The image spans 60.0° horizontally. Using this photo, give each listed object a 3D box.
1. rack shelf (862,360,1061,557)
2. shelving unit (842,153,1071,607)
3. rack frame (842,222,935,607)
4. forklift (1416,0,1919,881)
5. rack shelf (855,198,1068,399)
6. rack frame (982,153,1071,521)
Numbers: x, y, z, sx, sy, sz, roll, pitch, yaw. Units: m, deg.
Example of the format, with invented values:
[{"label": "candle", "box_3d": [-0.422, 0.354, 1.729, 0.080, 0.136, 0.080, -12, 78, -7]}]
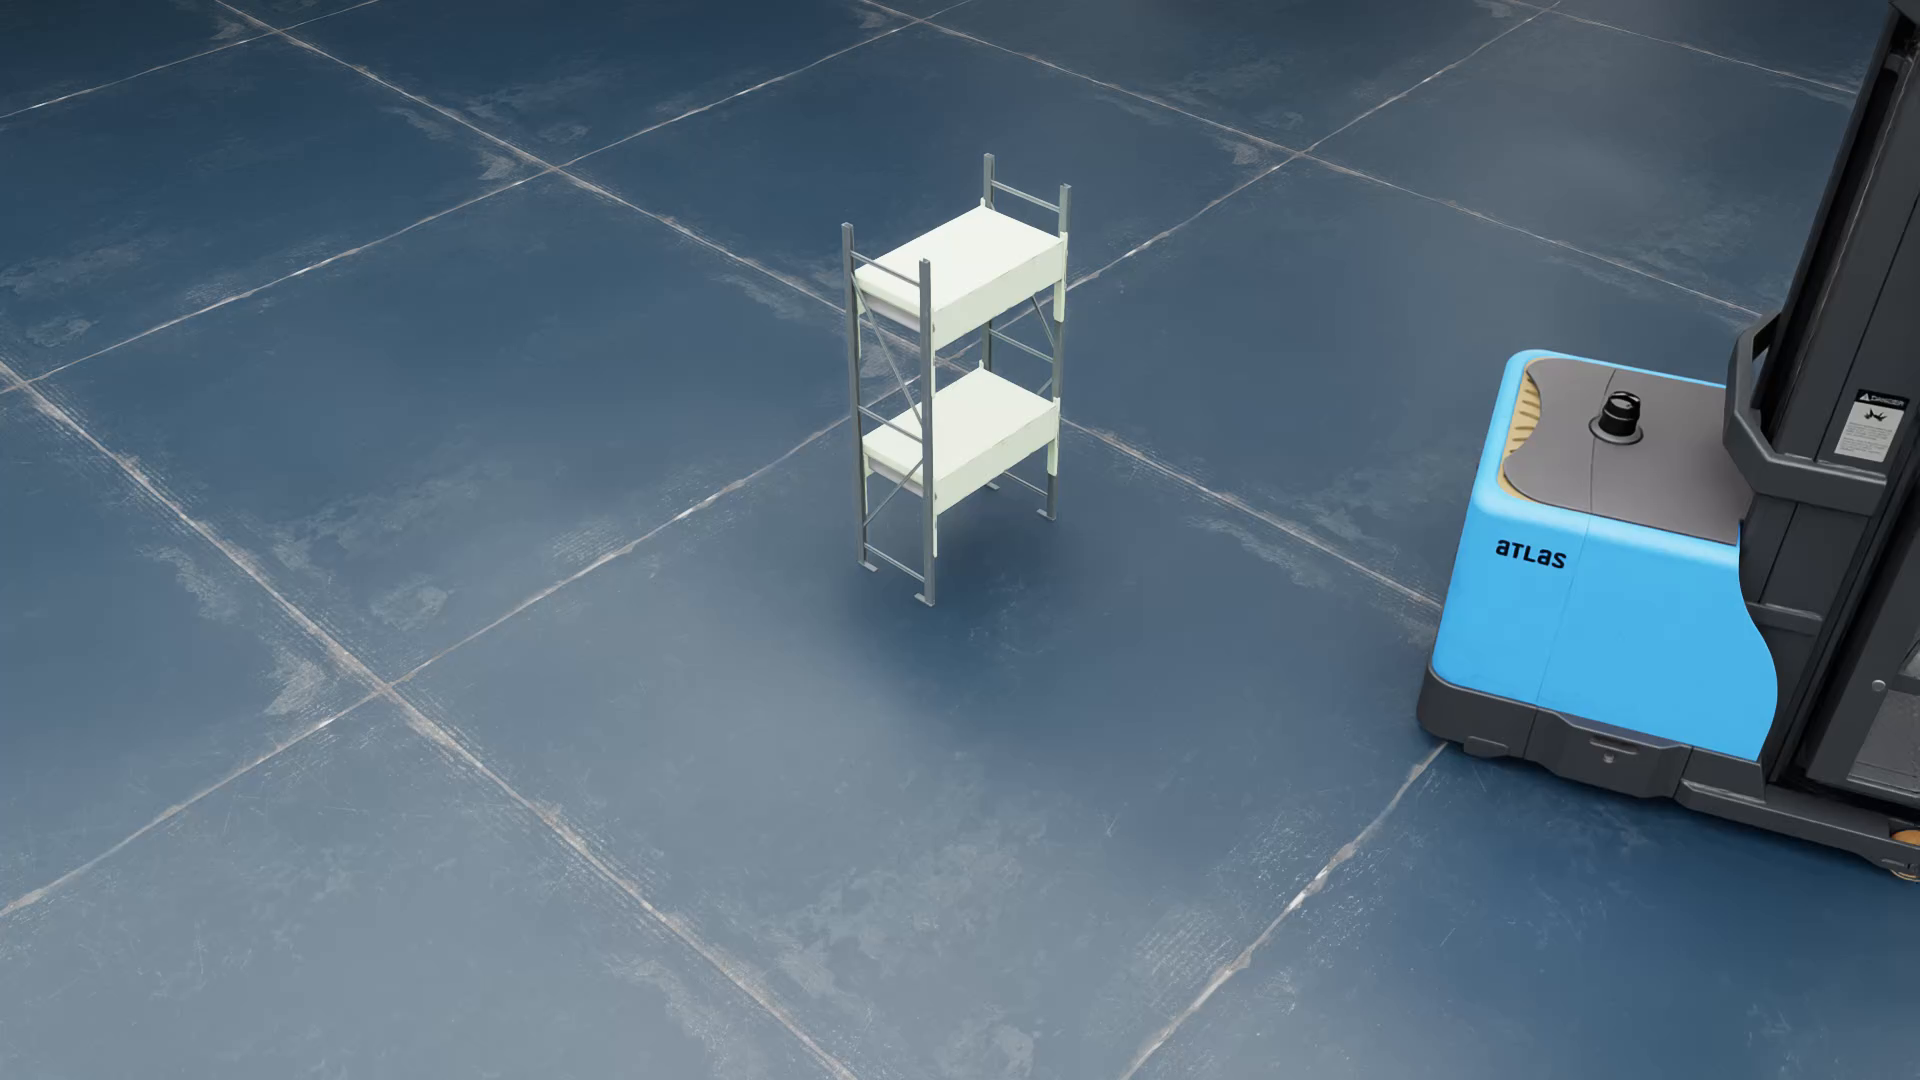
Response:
[{"label": "rack shelf", "box_3d": [-0.004, -0.329, 6.482, 0.431, 0.370, 0.720, 30, 47, 32]}, {"label": "shelving unit", "box_3d": [-0.004, -0.584, 6.279, 0.431, 1.500, 0.755, 30, 47, 32]}, {"label": "rack frame", "box_3d": [-0.251, -0.416, 6.068, 0.400, 1.500, 0.023, 30, 47, 32]}, {"label": "forklift", "box_3d": [3.175, -0.380, 4.873, 3.031, 2.935, 1.130, 14, 41, 17]}, {"label": "rack shelf", "box_3d": [-0.004, -0.889, 6.036, 0.431, 0.370, 0.720, 30, 47, 32]}, {"label": "rack frame", "box_3d": [0.242, -0.752, 6.491, 0.400, 1.500, 0.023, 30, 47, 32]}]
